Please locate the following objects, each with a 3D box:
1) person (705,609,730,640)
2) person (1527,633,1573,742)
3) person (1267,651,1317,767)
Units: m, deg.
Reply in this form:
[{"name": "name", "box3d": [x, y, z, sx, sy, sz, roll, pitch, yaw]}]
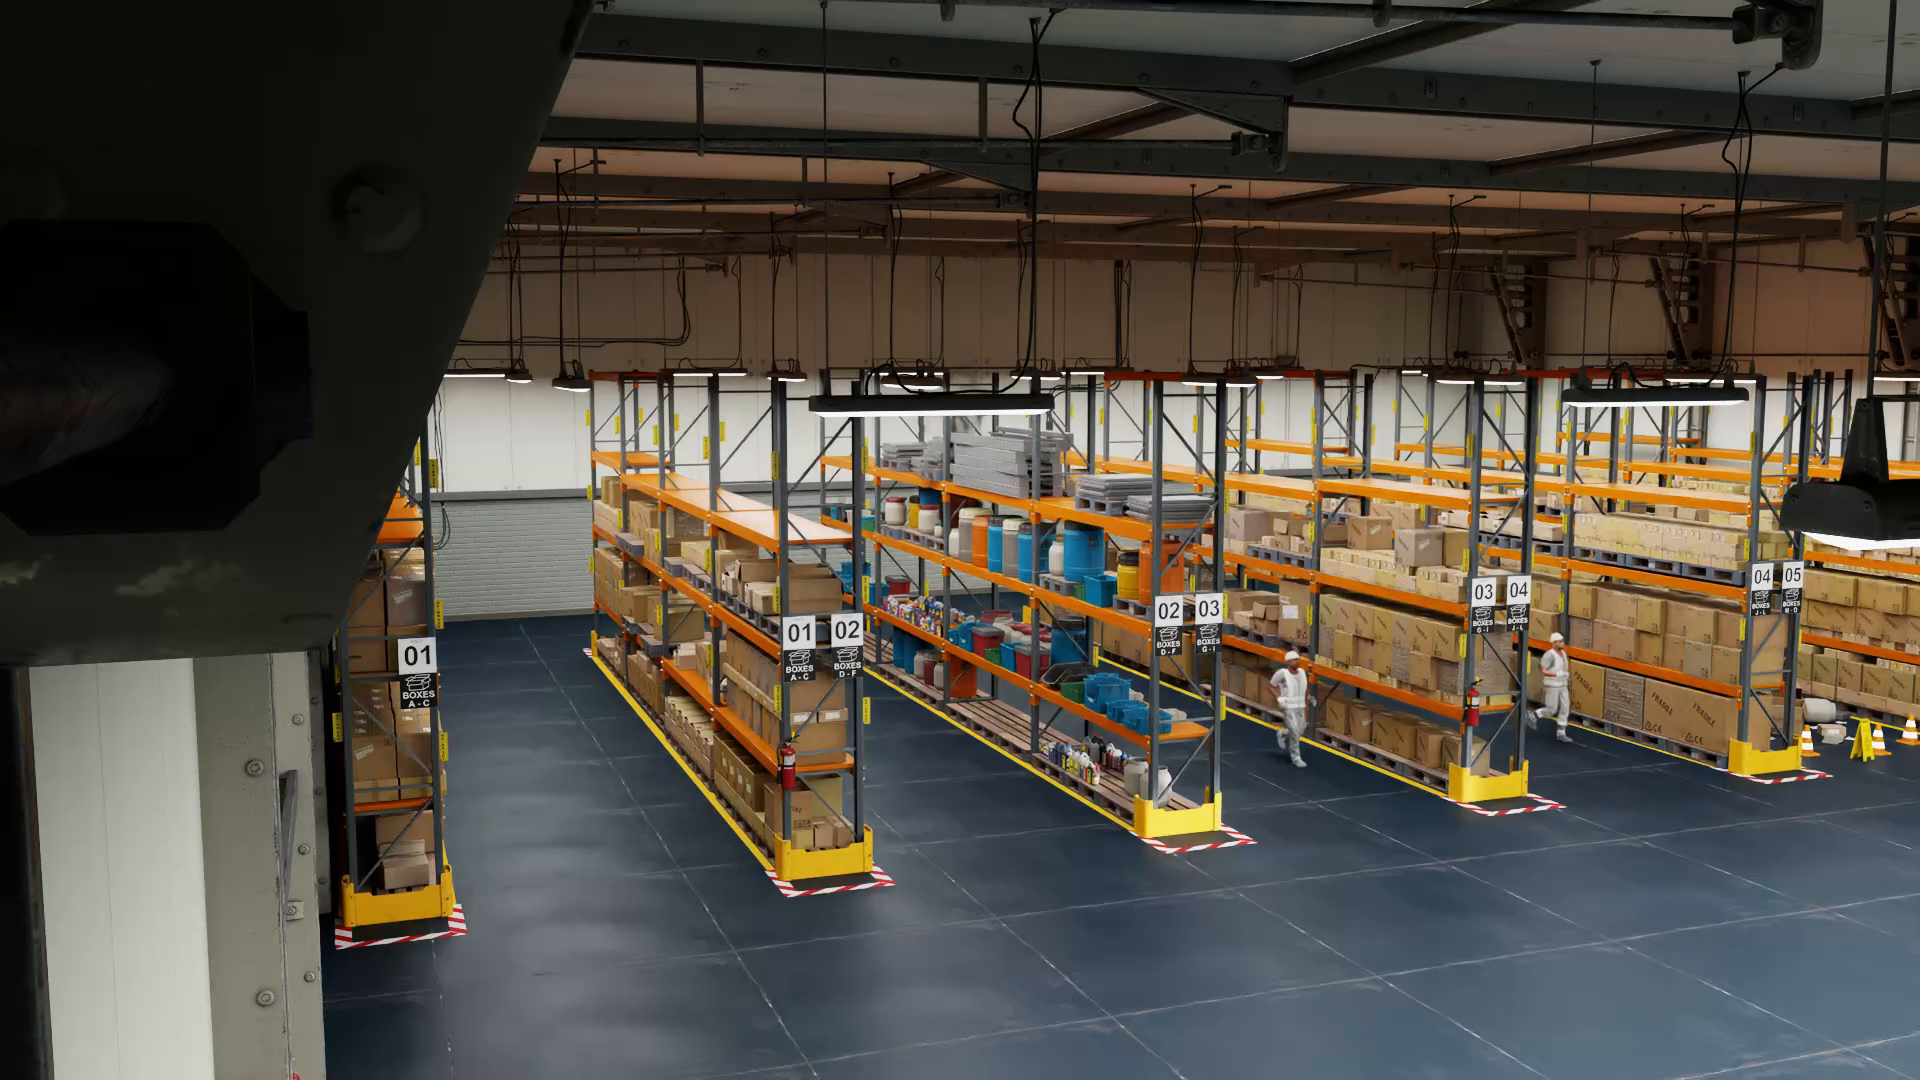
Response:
[{"name": "person", "box3d": [-4.989, 1.655, 34.726, 0.647, 1.679, 0.667, -4, 8, -34]}, {"name": "person", "box3d": [9.745, 2.397, 27.330, 0.664, 1.765, 0.847, -4, 8, -33]}, {"name": "person", "box3d": [5.124, 2.594, 25.810, 0.680, 1.762, 0.802, -3, 7, -27]}]
